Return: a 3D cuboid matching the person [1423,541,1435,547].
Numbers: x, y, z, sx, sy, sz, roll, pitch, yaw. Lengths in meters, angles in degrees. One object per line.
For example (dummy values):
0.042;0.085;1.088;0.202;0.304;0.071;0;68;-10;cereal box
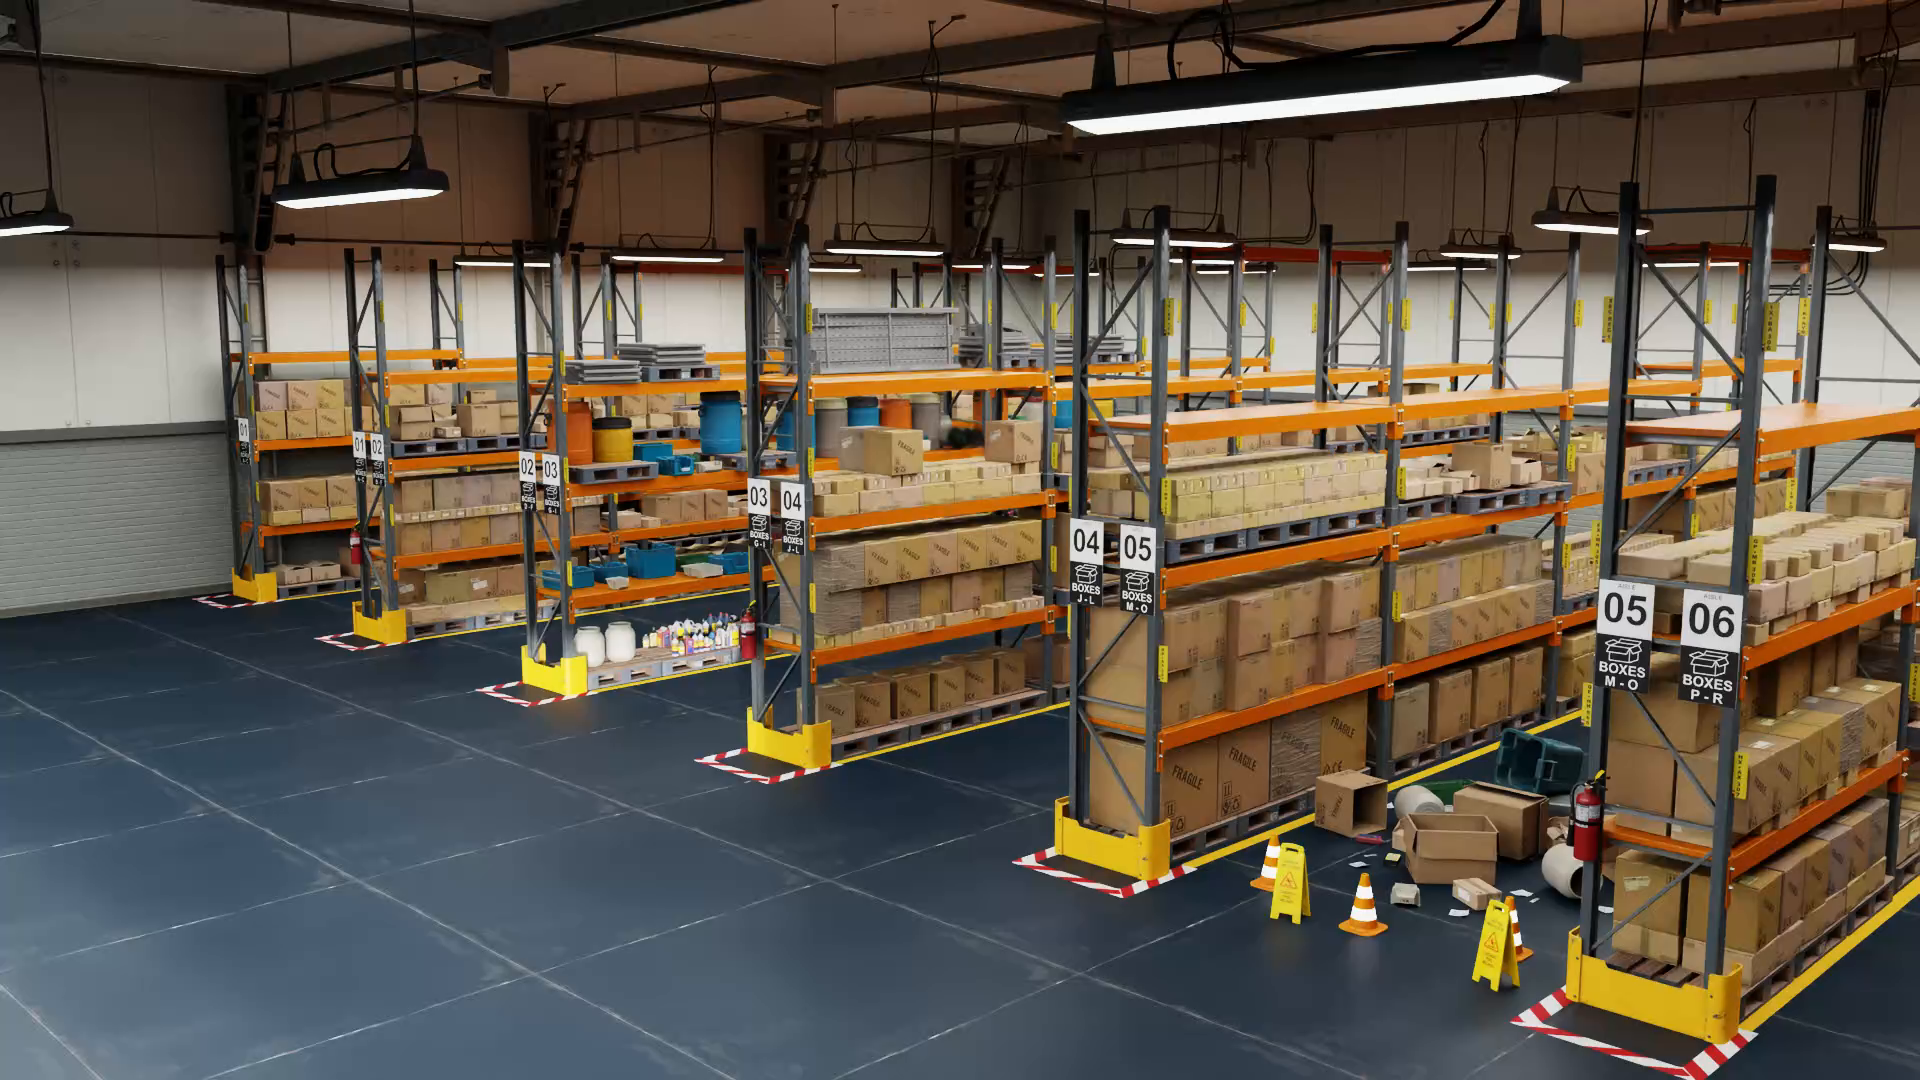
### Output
6.774;0.948;24.006;0.845;1.687;0.687;-6;10;-38;person
